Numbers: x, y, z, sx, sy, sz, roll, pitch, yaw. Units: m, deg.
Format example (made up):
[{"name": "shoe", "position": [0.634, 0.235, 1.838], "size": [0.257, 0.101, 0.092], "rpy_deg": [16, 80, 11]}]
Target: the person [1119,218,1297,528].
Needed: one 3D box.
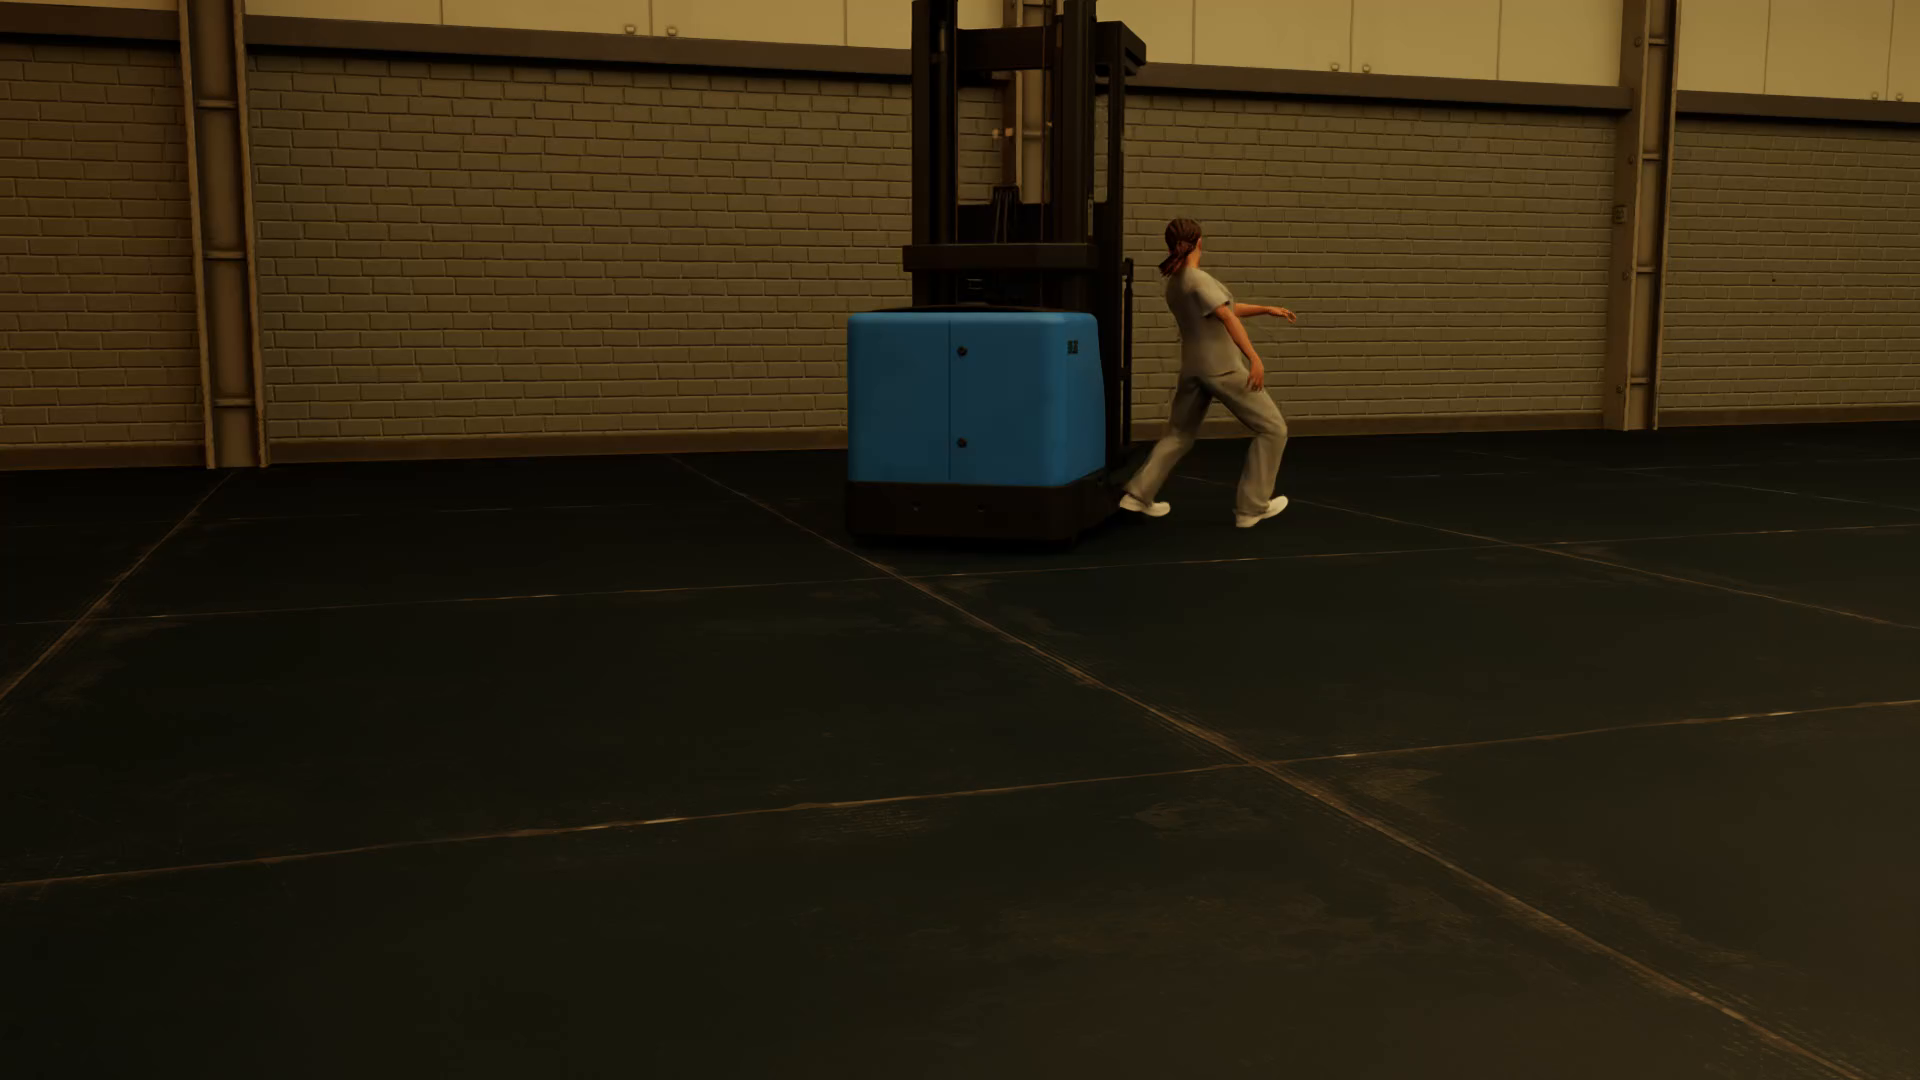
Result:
[{"name": "person", "position": [1.302, -0.841, 8.396], "size": [0.840, 1.553, 0.710], "rpy_deg": [-4, 9, -29]}]

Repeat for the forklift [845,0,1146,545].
[{"name": "forklift", "position": [0.356, -1.589, 8.735], "size": [1.130, 2.935, 3.031], "rpy_deg": [2, 8, 15]}]
